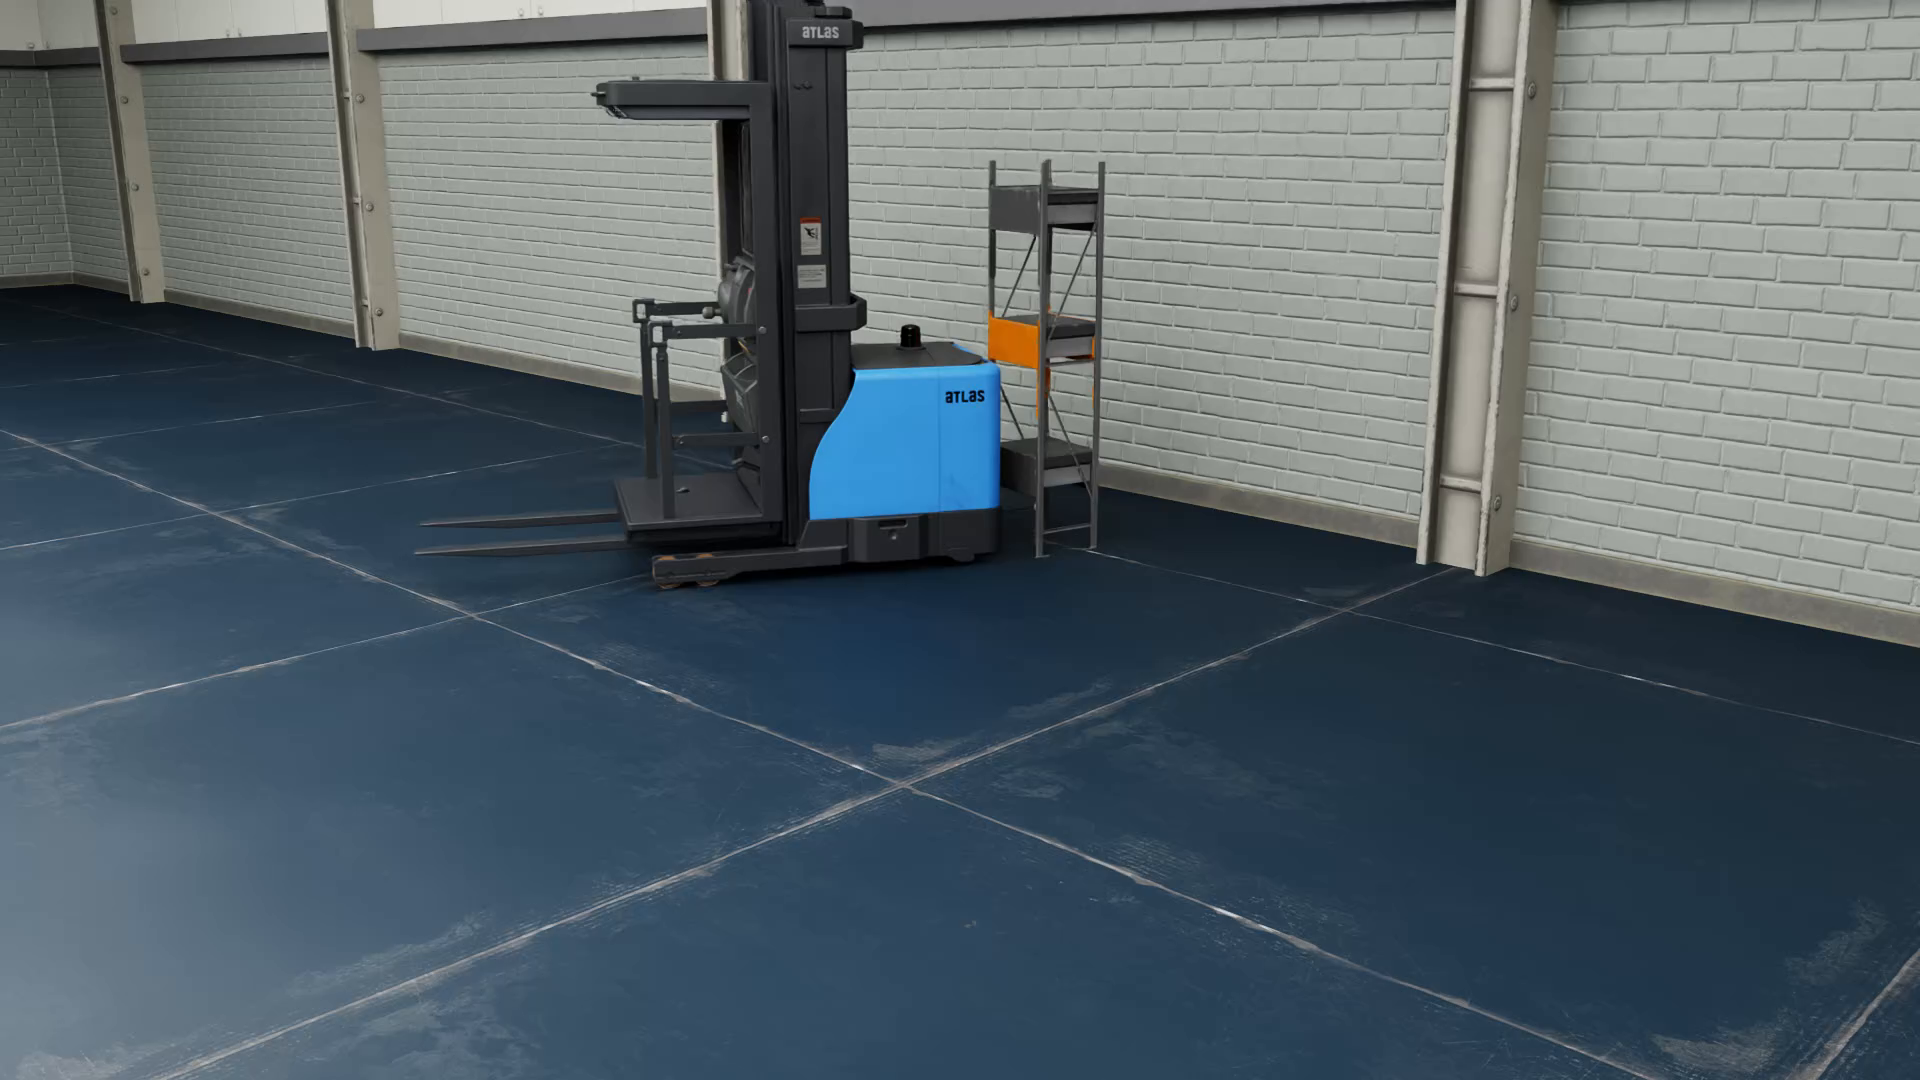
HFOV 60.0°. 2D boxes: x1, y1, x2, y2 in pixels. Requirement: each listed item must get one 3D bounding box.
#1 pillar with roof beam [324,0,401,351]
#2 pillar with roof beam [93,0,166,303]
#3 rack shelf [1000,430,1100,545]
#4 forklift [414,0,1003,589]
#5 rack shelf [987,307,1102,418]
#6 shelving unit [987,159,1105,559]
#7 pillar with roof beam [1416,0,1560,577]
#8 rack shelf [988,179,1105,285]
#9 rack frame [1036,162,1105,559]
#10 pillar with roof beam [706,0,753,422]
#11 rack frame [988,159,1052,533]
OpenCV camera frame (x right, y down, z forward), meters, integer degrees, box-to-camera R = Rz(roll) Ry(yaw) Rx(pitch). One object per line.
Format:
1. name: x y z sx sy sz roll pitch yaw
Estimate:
1. pillar with roof beam: -8.923 -5.544 12.860 0.400 9.000 9.100 14 20 42
2. pillar with roof beam: -13.242 -6.594 16.890 0.400 9.000 9.100 14 20 42
3. rack shelf: 0.458 -0.301 9.254 0.431 0.518 0.480 -9 17 -31
4. forklift: -1.346 -1.316 8.669 3.031 2.935 1.130 -4 15 -15
5. rack shelf: 0.458 -0.979 9.077 0.431 0.518 0.480 -9 17 -31
6. shelving unit: 0.458 -0.992 9.073 0.431 2.100 0.503 -9 17 -31
7. pillar with roof beam: -0.285 -3.443 4.800 0.400 9.000 9.100 14 20 42
8. rack shelf: 0.458 -1.656 8.900 0.431 0.518 0.480 -9 17 -31
9. rack frame: 0.587 -0.939 8.873 0.400 2.100 0.015 -9 17 -31
10. pillar with roof beam: -4.604 -4.493 8.830 0.400 9.000 9.100 14 20 42
11. rack frame: 0.329 -1.044 9.274 0.400 2.100 0.015 -9 17 -31
